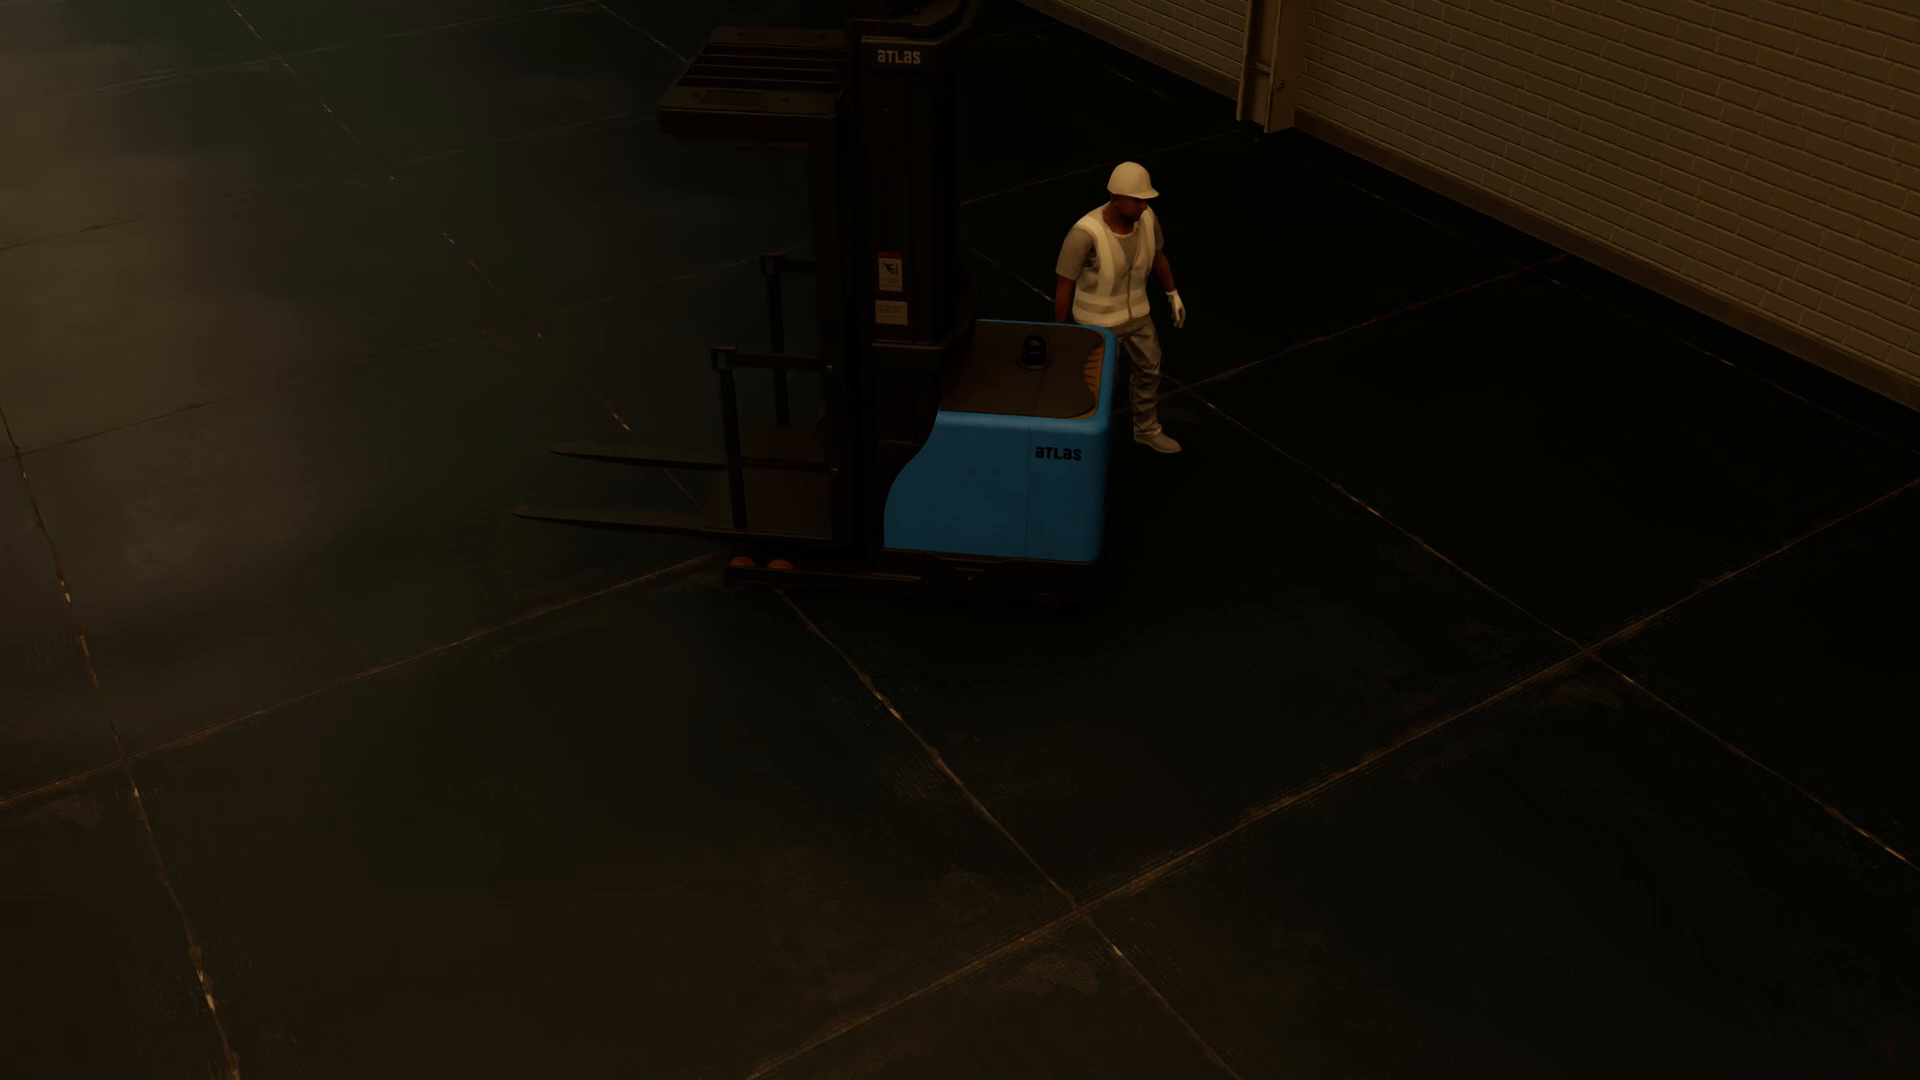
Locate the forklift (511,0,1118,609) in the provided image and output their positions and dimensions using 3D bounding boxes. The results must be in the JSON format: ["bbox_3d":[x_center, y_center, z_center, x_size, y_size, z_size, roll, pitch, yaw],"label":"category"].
[{"bbox_3d":[-0.753,-1.232,7.901,3.031,2.935,1.130,4,35,6],"label":"forklift"}]

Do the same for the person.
[{"bbox_3d":[0.844,-1.180,8.848,0.795,1.759,0.417,-22,41,-28],"label":"person"}]
